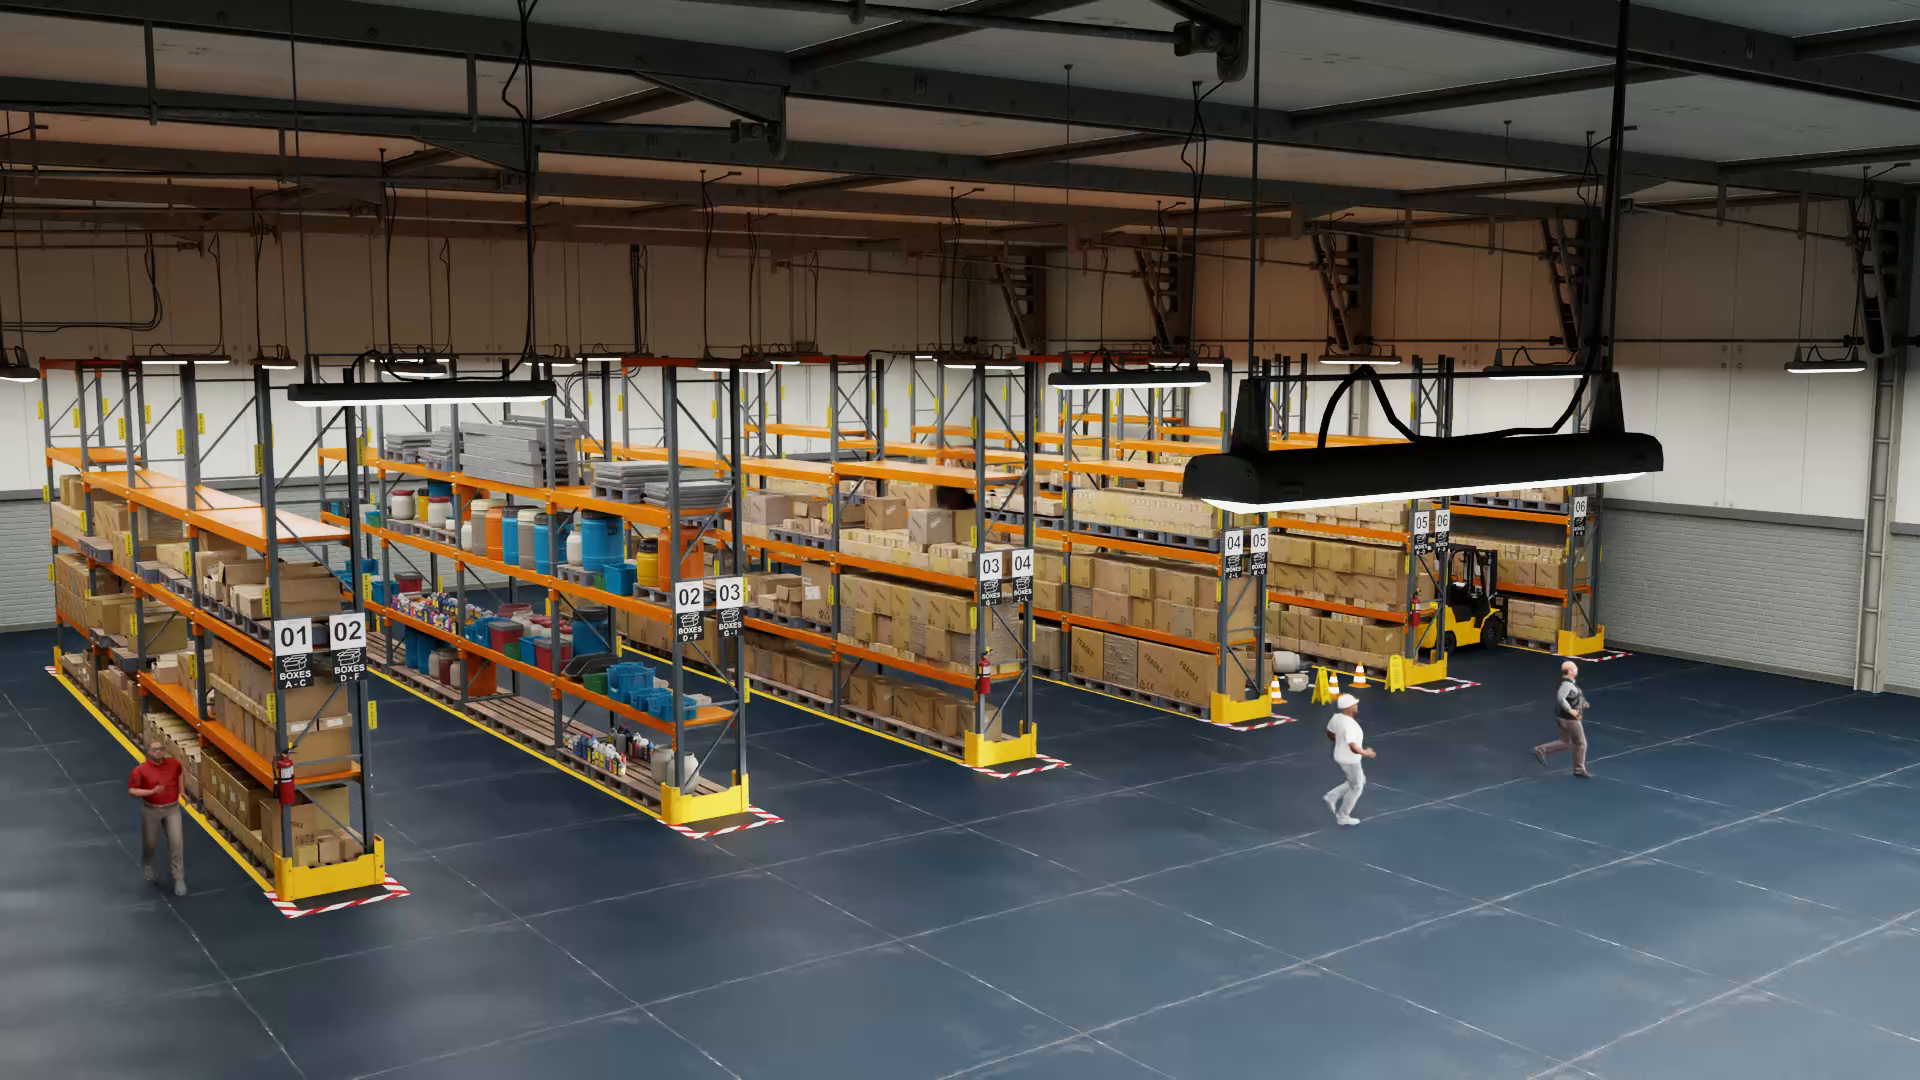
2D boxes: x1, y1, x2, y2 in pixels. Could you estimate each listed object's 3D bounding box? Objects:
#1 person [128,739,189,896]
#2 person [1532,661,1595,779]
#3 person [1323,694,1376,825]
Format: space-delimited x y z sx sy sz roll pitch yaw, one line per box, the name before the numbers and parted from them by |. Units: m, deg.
person | -9.231 3.156 19.198 0.656 1.736 0.964 -5 9 -38
person | 8.783 2.606 24.121 0.880 1.719 0.662 1 7 7
person | 5.108 2.869 21.790 0.587 1.723 0.747 -1 7 -5
